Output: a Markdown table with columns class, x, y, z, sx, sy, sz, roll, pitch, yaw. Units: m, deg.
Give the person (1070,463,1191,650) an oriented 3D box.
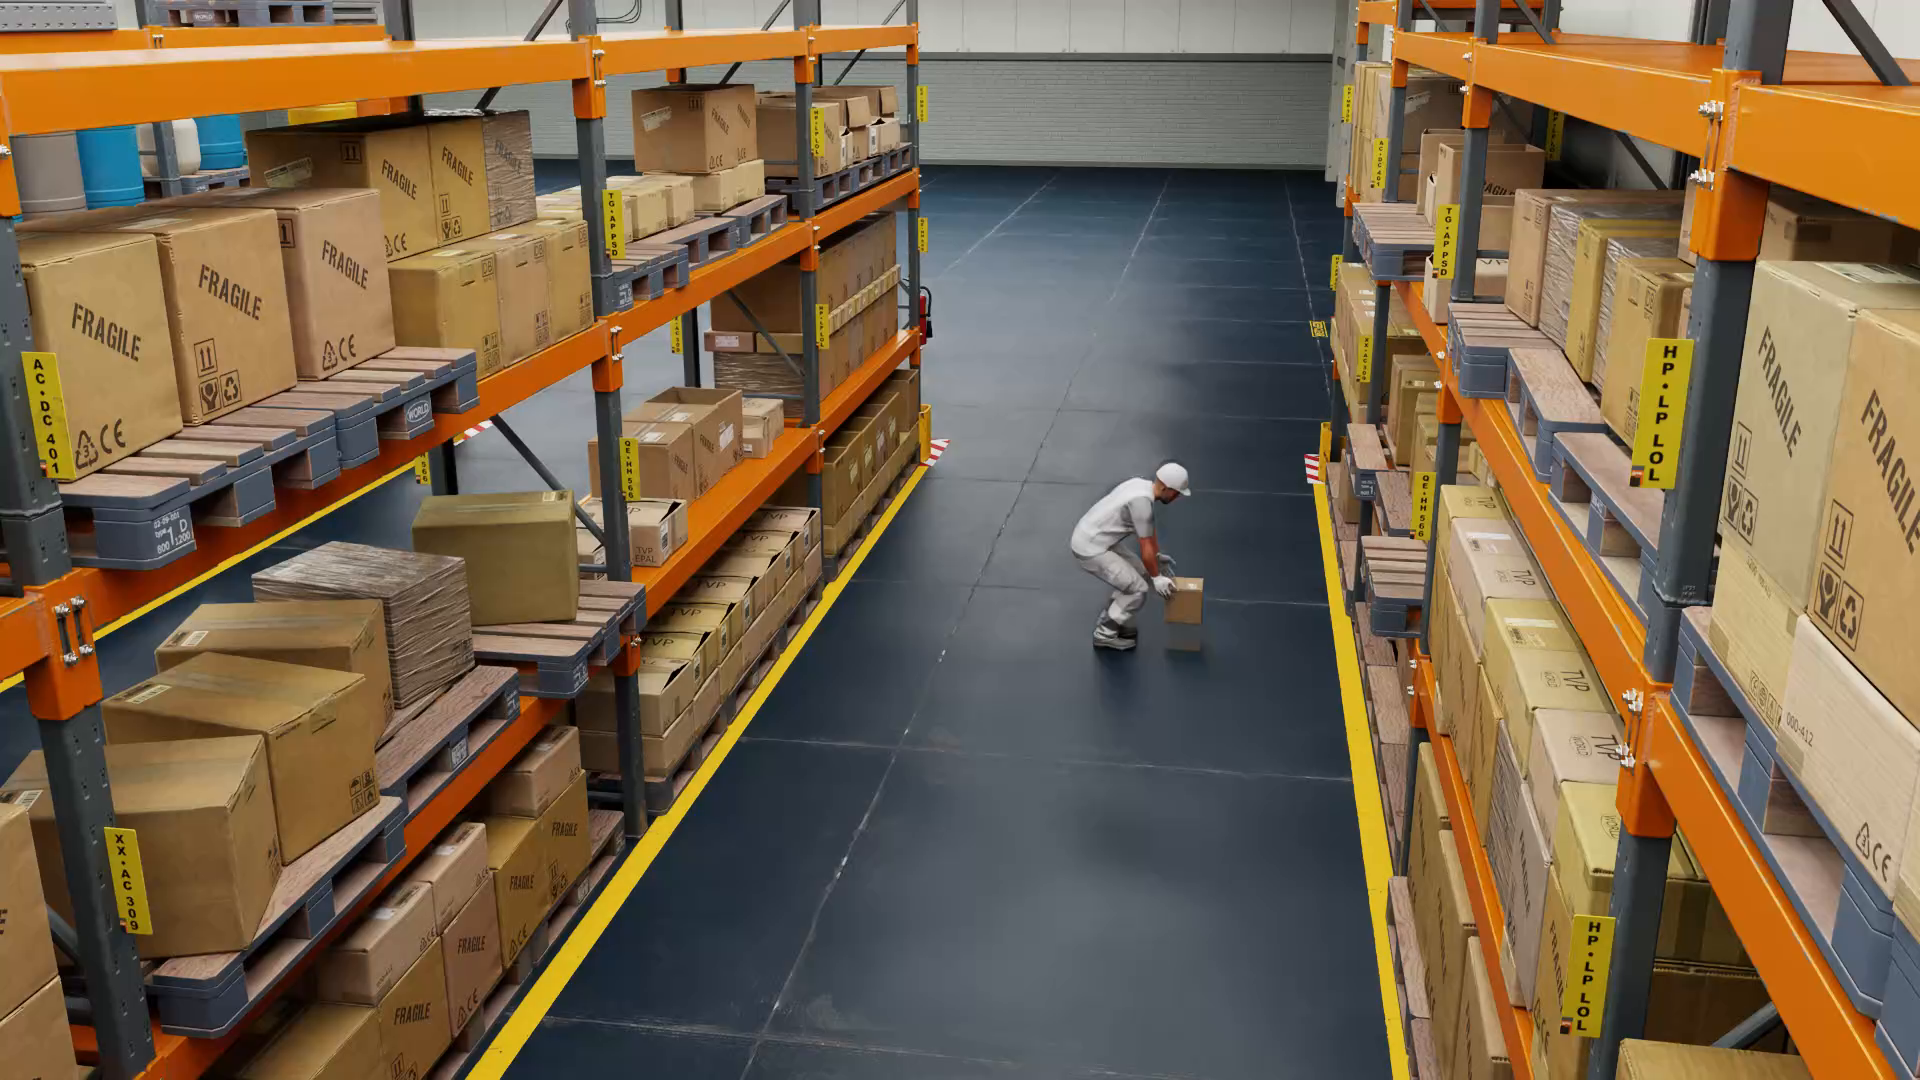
| class | x | y | z | sx | sy | sz | roll | pitch | yaw |
| --- | --- | --- | --- | --- | --- | --- | --- | --- | --- |
| person | 1.175 | 0.085 | 11.561 | 0.816 | 1.295 | 0.585 | 3 | 18 | 9 |
